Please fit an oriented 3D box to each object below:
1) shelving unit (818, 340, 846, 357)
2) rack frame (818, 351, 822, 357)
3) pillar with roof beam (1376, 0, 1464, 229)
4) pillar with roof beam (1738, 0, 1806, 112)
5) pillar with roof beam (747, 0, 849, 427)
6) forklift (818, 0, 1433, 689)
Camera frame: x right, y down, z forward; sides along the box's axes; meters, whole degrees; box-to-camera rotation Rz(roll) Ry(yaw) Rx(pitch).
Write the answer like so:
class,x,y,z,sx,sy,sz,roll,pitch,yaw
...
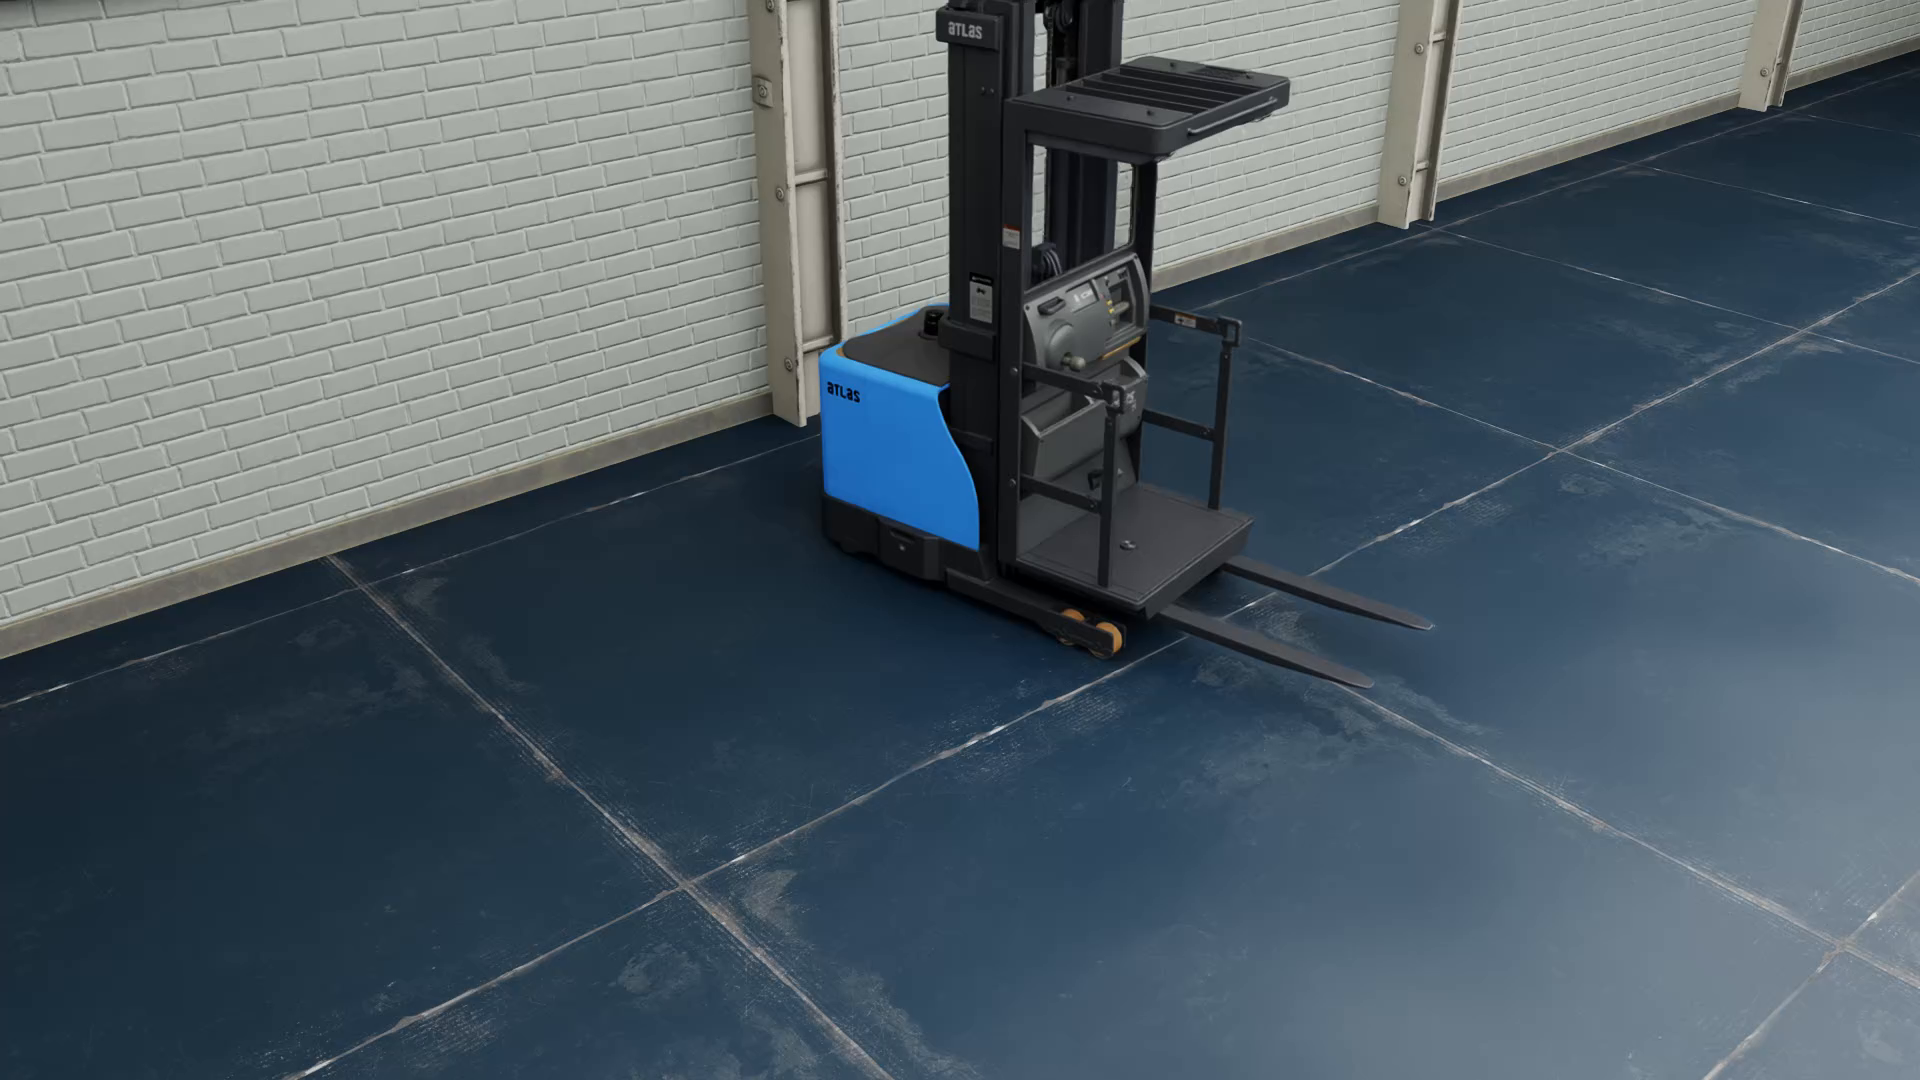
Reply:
class,x,y,z,sx,sy,sz,roll,pitch,yaw
shelving unit,-0.581,-0.593,8.906,0.258,0.900,0.210,19,34,32
rack frame,-0.642,-0.555,8.834,0.240,0.900,0.006,19,34,32
pillar with roof beam,6.442,-5.056,8.663,0.400,9.000,9.100,-22,35,-35
pillar with roof beam,11.007,-6.891,12.098,0.400,9.000,9.100,-22,35,-35
pillar with roof beam,1.878,-3.220,5.228,0.400,9.000,9.100,-22,35,-35
forklift,0.755,-1.025,7.559,3.031,2.935,1.130,20,34,33
